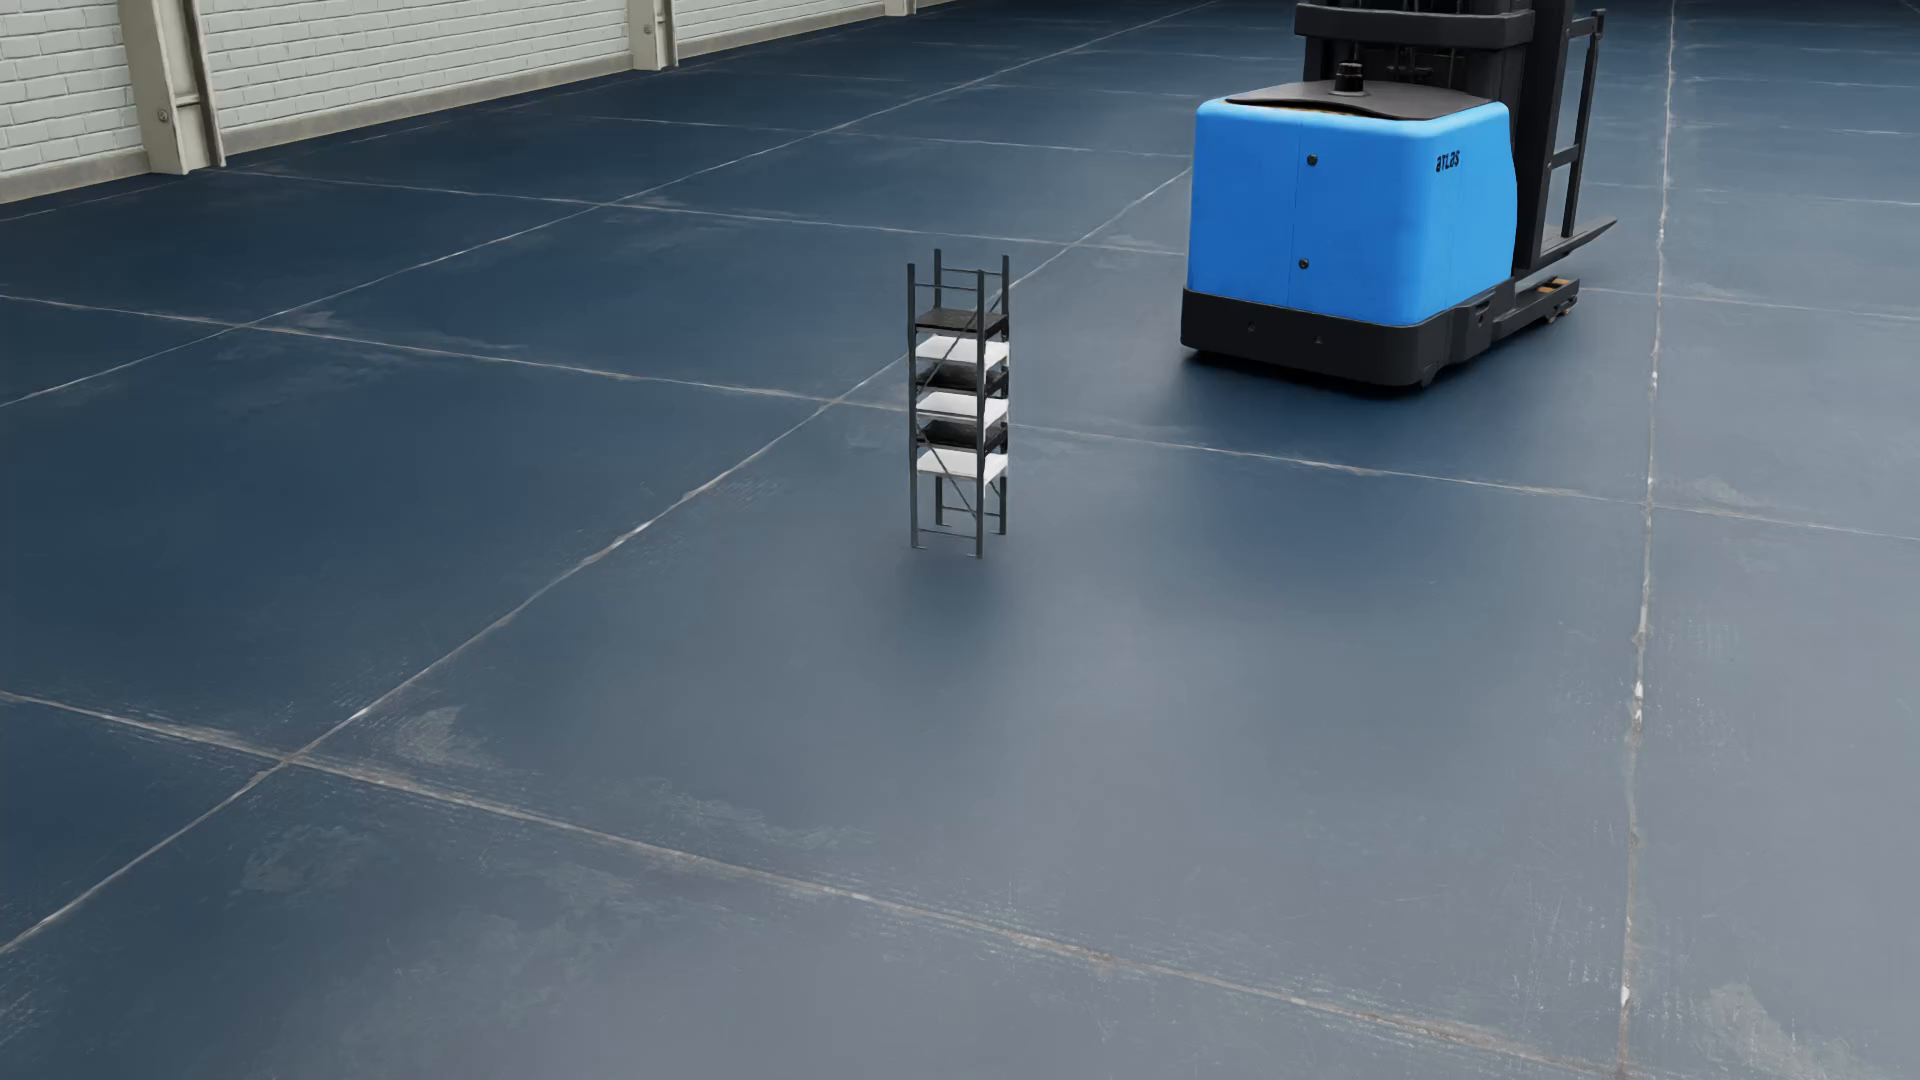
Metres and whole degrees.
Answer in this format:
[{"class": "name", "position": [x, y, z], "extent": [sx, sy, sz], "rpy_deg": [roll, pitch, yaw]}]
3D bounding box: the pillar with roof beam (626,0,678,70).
[{"class": "pillar with roof beam", "position": [0.982, -8.206, 13.221], "extent": [9.100, 9.000, 0.400], "rpy_deg": [9, 24, 20]}]

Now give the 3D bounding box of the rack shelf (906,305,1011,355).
[{"class": "rack shelf", "position": [-0.003, -0.631, 4.978], "extent": [0.258, 0.077, 0.200], "rpy_deg": [9, 24, 20]}]

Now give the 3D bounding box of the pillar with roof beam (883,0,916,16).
[{"class": "pillar with roof beam", "position": [3.211, -10.353, 18.361], "extent": [9.100, 9.000, 0.400], "rpy_deg": [9, 24, 20]}]

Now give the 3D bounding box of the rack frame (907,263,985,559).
[{"class": "rack frame", "position": [-0.041, -0.376, 4.983], "extent": [0.240, 0.900, 0.006], "rpy_deg": [9, 24, 20]}]

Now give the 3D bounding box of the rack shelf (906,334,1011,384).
[{"class": "rack shelf", "position": [-0.003, -0.548, 5.013], "extent": [0.258, 0.077, 0.200], "rpy_deg": [9, 24, 20]}]

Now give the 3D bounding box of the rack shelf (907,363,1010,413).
[{"class": "rack shelf", "position": [-0.003, -0.465, 5.048], "extent": [0.258, 0.077, 0.200], "rpy_deg": [9, 24, 20]}]

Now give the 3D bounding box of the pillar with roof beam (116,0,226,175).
[{"class": "pillar with roof beam", "position": [-1.247, -6.059, 8.080], "extent": [9.100, 9.000, 0.400], "rpy_deg": [9, 24, 20]}]

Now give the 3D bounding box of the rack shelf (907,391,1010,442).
[{"class": "rack shelf", "position": [-0.003, -0.382, 5.082], "extent": [0.258, 0.077, 0.200], "rpy_deg": [9, 24, 20]}]

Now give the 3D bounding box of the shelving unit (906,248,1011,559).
[{"class": "shelving unit", "position": [-0.003, -0.412, 5.070], "extent": [0.258, 0.900, 0.210], "rpy_deg": [9, 24, 20]}]

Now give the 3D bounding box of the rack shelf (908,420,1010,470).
[{"class": "rack shelf", "position": [-0.003, -0.299, 5.117], "extent": [0.258, 0.077, 0.200], "rpy_deg": [9, 24, 20]}]

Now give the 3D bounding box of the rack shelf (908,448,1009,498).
[{"class": "rack shelf", "position": [-0.003, -0.215, 5.152], "extent": [0.258, 0.077, 0.200], "rpy_deg": [9, 24, 20]}]

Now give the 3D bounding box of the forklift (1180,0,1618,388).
[{"class": "forklift", "position": [2.242, -2.453, 7.320], "extent": [1.130, 2.935, 3.031], "rpy_deg": [17, 28, 35]}]

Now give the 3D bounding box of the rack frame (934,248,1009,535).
[{"class": "rack frame", "position": [0.035, -0.449, 5.157], "extent": [0.240, 0.900, 0.006], "rpy_deg": [9, 24, 20]}]
